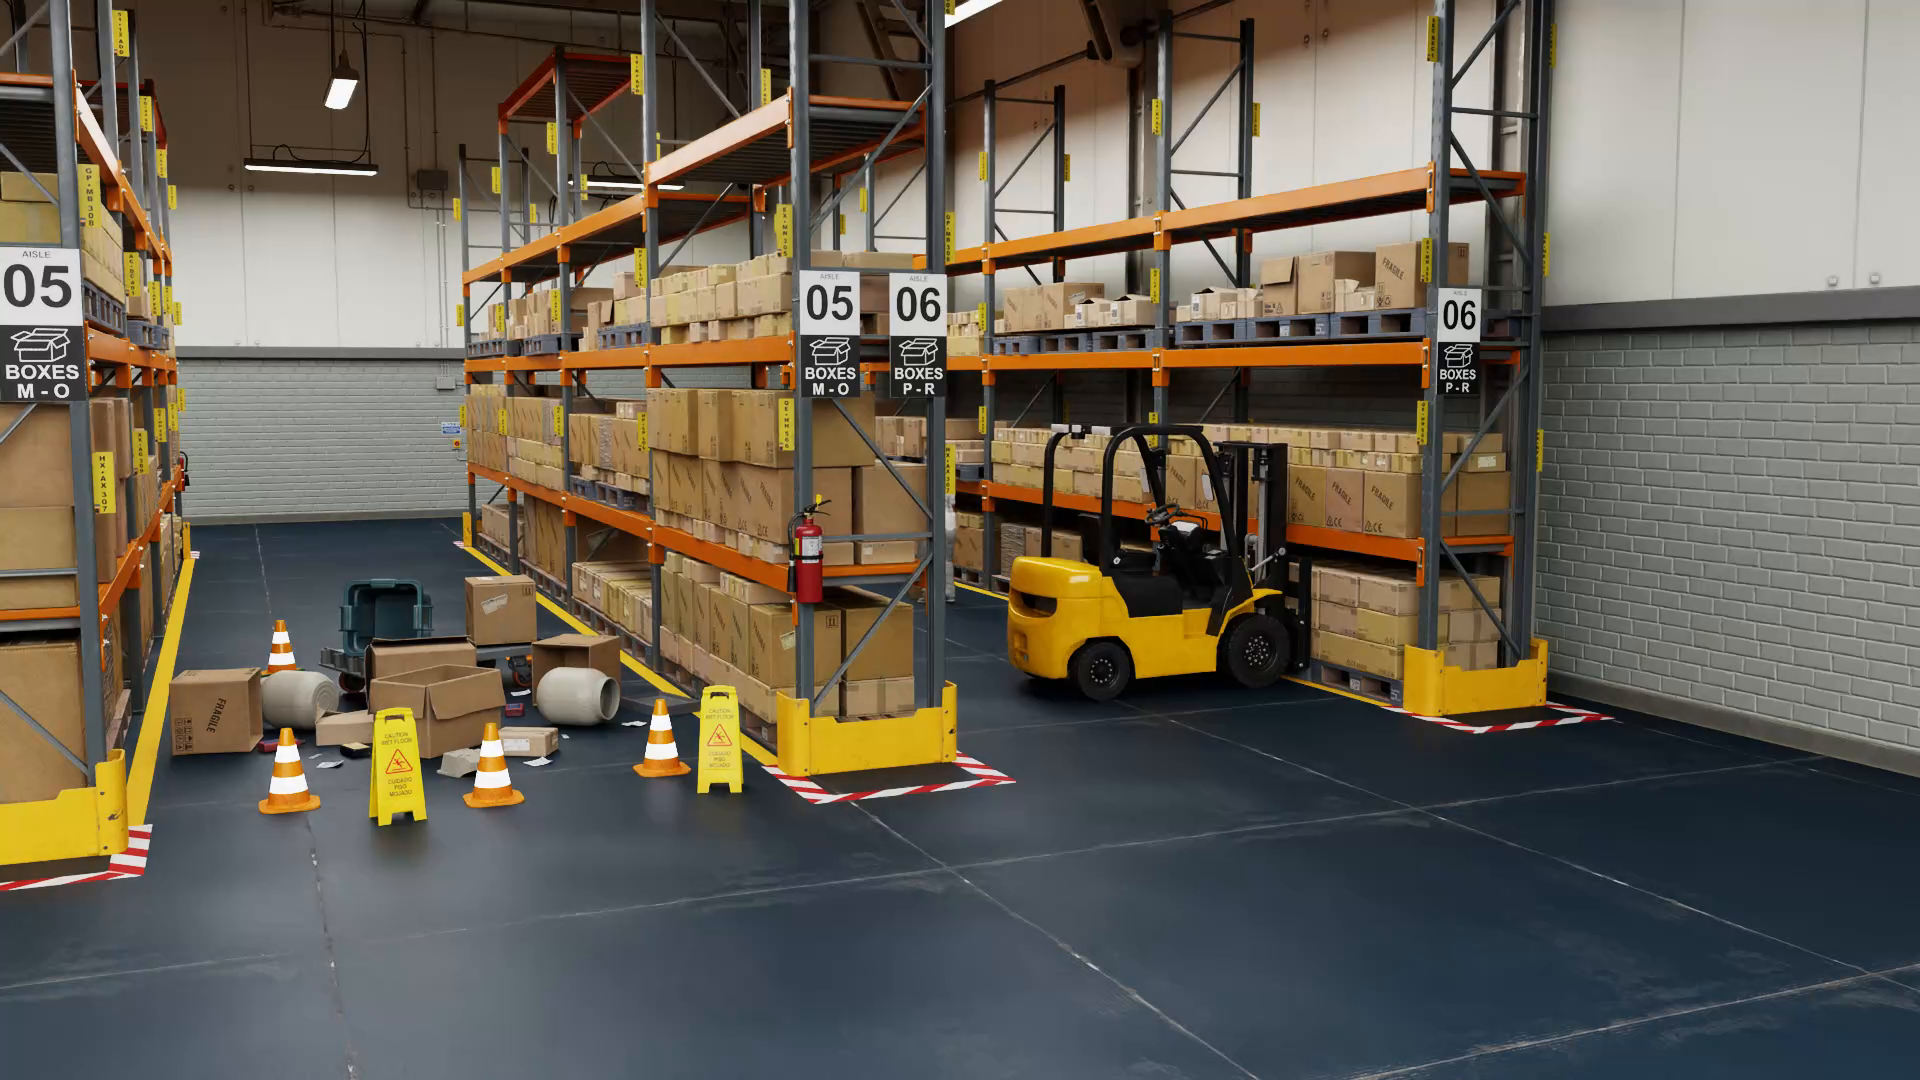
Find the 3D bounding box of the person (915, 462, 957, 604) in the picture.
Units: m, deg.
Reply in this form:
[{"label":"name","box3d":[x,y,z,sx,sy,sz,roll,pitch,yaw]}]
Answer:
[{"label":"person","box3d":[-0.295,-0.086,18.807,0.496,1.619,0.479,-2,6,-22]}]
